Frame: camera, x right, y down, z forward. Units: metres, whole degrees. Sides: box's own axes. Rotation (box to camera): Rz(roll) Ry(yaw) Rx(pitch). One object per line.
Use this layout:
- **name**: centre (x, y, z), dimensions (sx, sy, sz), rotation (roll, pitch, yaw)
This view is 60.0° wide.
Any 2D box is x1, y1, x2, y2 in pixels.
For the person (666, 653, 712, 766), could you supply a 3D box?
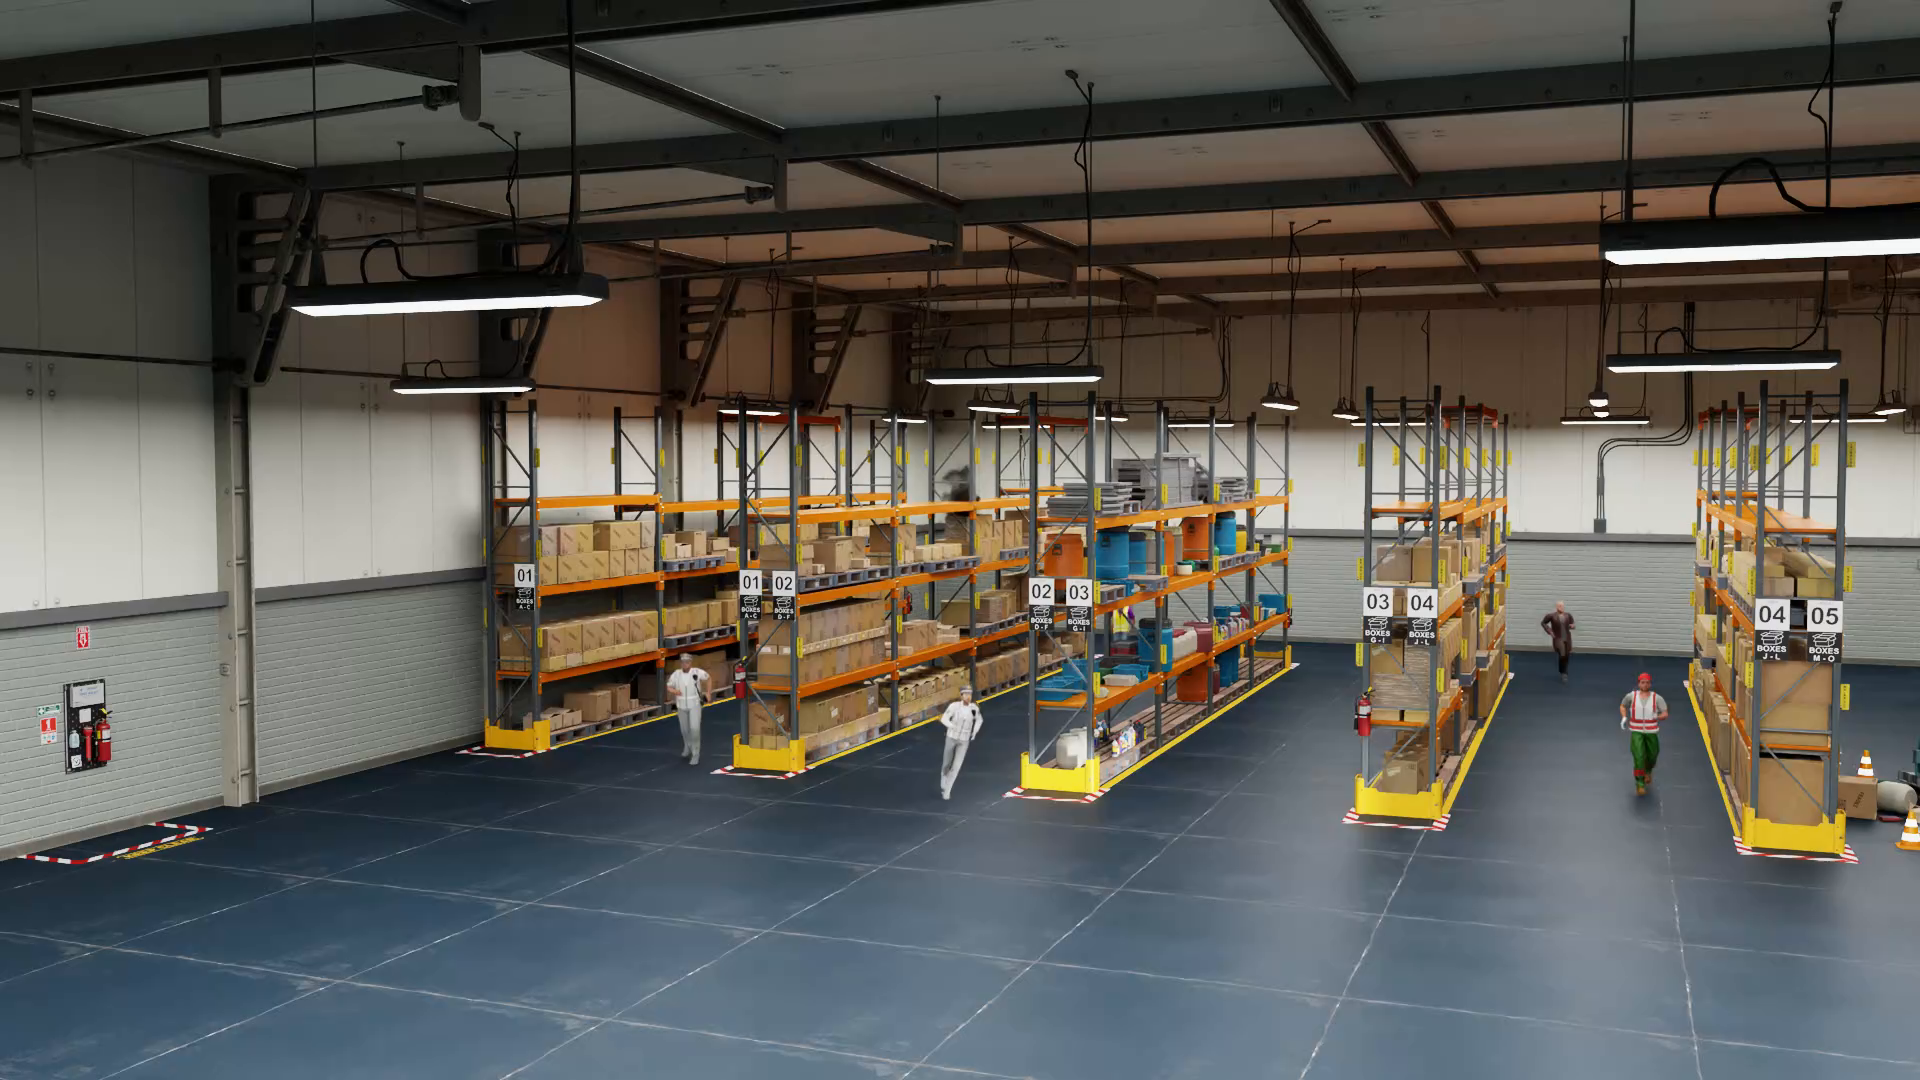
- **person**: centre (-4.471, 2.762, 27.420), dimensions (0.729, 1.842, 0.842), rotation (0, 3, 3)

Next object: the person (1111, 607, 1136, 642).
- **person**: centre (3.835, 2.199, 39.782), dimensions (0.727, 1.729, 0.613), rotation (0, 3, 6)

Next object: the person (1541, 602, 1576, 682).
- **person**: centre (13.499, 2.295, 37.387), dimensions (0.705, 1.827, 0.788), rotation (0, 3, -6)

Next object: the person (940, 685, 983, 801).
- **person**: centre (0.025, 2.961, 24.666), dimensions (0.636, 1.660, 0.893), rotation (0, 3, -1)

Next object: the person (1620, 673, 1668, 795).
- **person**: centre (10.218, 2.872, 24.845), dimensions (0.665, 1.768, 0.981), rotation (1, 3, 19)
